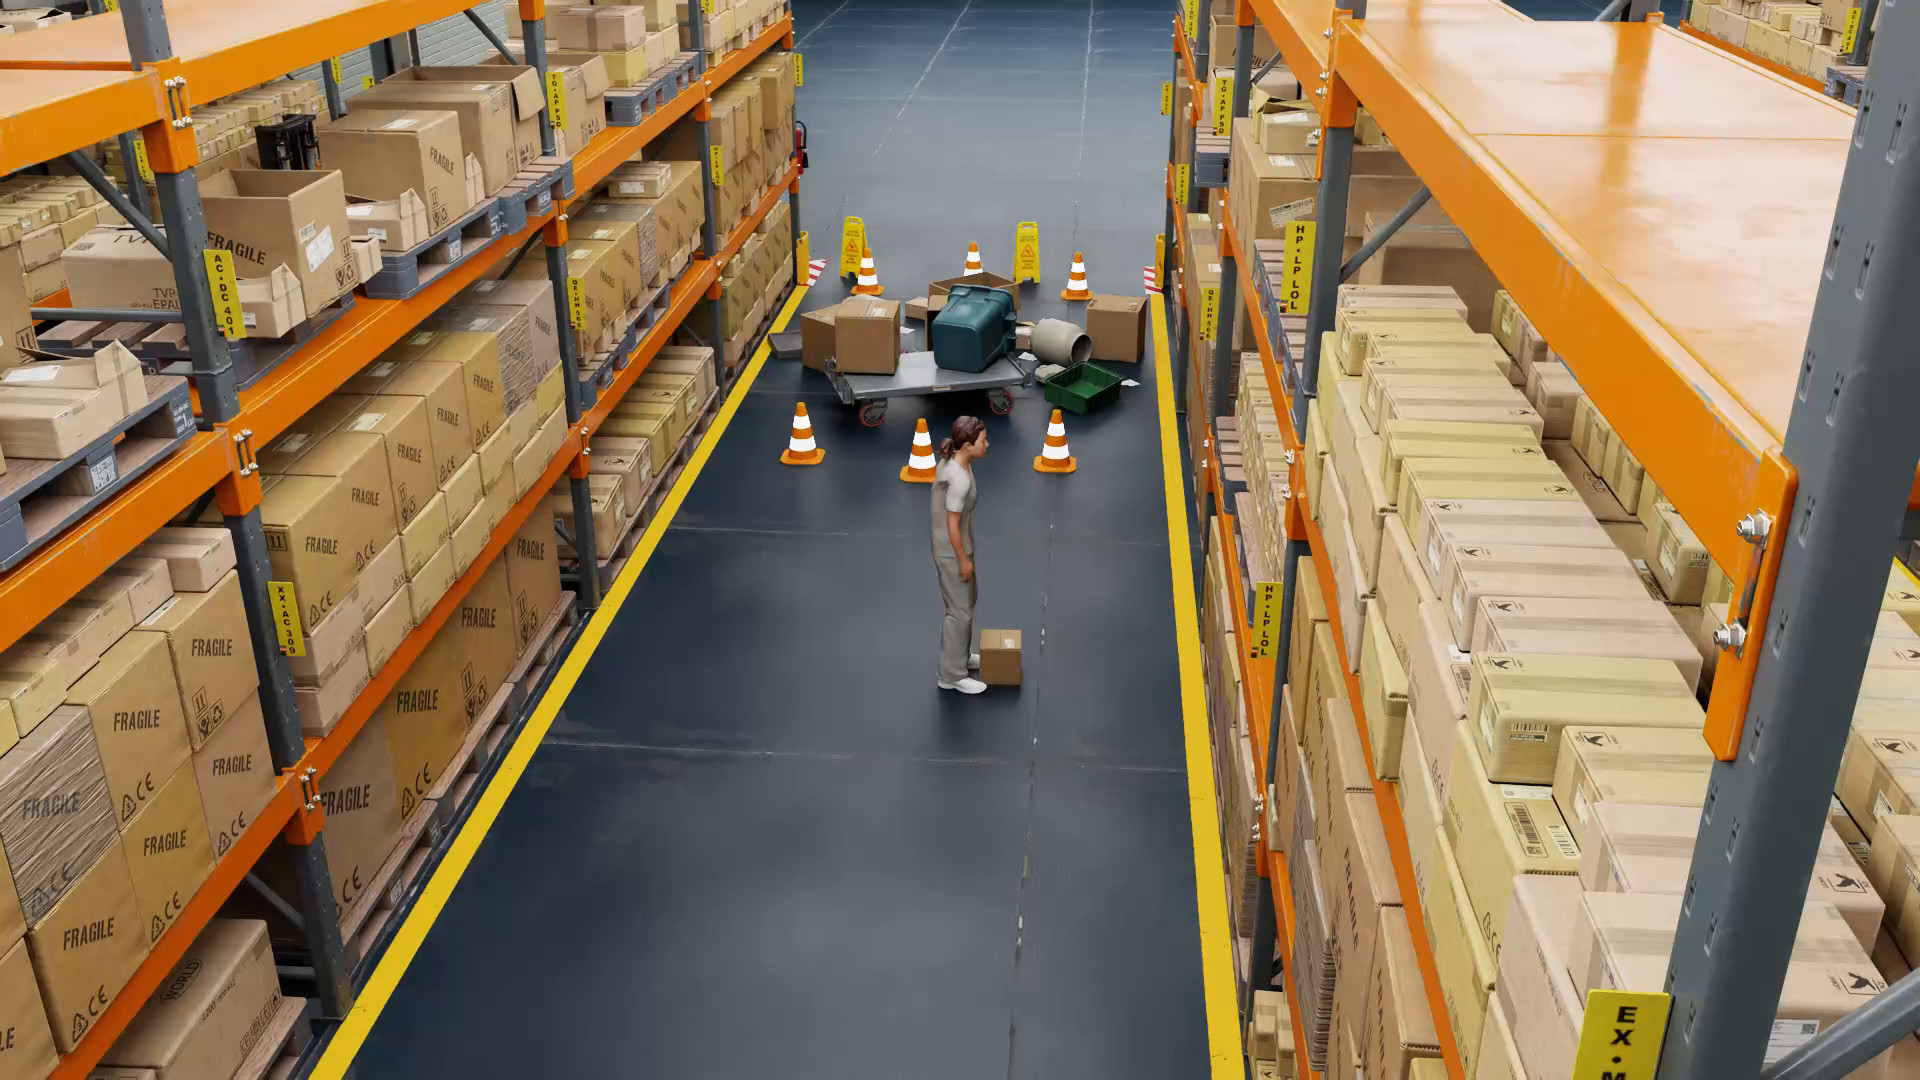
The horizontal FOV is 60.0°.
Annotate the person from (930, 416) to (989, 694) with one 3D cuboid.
[{"bbox_3d":[0.000,0.063,9.859,0.356,1.672,0.514,1,25,1],"label":"person"}]
